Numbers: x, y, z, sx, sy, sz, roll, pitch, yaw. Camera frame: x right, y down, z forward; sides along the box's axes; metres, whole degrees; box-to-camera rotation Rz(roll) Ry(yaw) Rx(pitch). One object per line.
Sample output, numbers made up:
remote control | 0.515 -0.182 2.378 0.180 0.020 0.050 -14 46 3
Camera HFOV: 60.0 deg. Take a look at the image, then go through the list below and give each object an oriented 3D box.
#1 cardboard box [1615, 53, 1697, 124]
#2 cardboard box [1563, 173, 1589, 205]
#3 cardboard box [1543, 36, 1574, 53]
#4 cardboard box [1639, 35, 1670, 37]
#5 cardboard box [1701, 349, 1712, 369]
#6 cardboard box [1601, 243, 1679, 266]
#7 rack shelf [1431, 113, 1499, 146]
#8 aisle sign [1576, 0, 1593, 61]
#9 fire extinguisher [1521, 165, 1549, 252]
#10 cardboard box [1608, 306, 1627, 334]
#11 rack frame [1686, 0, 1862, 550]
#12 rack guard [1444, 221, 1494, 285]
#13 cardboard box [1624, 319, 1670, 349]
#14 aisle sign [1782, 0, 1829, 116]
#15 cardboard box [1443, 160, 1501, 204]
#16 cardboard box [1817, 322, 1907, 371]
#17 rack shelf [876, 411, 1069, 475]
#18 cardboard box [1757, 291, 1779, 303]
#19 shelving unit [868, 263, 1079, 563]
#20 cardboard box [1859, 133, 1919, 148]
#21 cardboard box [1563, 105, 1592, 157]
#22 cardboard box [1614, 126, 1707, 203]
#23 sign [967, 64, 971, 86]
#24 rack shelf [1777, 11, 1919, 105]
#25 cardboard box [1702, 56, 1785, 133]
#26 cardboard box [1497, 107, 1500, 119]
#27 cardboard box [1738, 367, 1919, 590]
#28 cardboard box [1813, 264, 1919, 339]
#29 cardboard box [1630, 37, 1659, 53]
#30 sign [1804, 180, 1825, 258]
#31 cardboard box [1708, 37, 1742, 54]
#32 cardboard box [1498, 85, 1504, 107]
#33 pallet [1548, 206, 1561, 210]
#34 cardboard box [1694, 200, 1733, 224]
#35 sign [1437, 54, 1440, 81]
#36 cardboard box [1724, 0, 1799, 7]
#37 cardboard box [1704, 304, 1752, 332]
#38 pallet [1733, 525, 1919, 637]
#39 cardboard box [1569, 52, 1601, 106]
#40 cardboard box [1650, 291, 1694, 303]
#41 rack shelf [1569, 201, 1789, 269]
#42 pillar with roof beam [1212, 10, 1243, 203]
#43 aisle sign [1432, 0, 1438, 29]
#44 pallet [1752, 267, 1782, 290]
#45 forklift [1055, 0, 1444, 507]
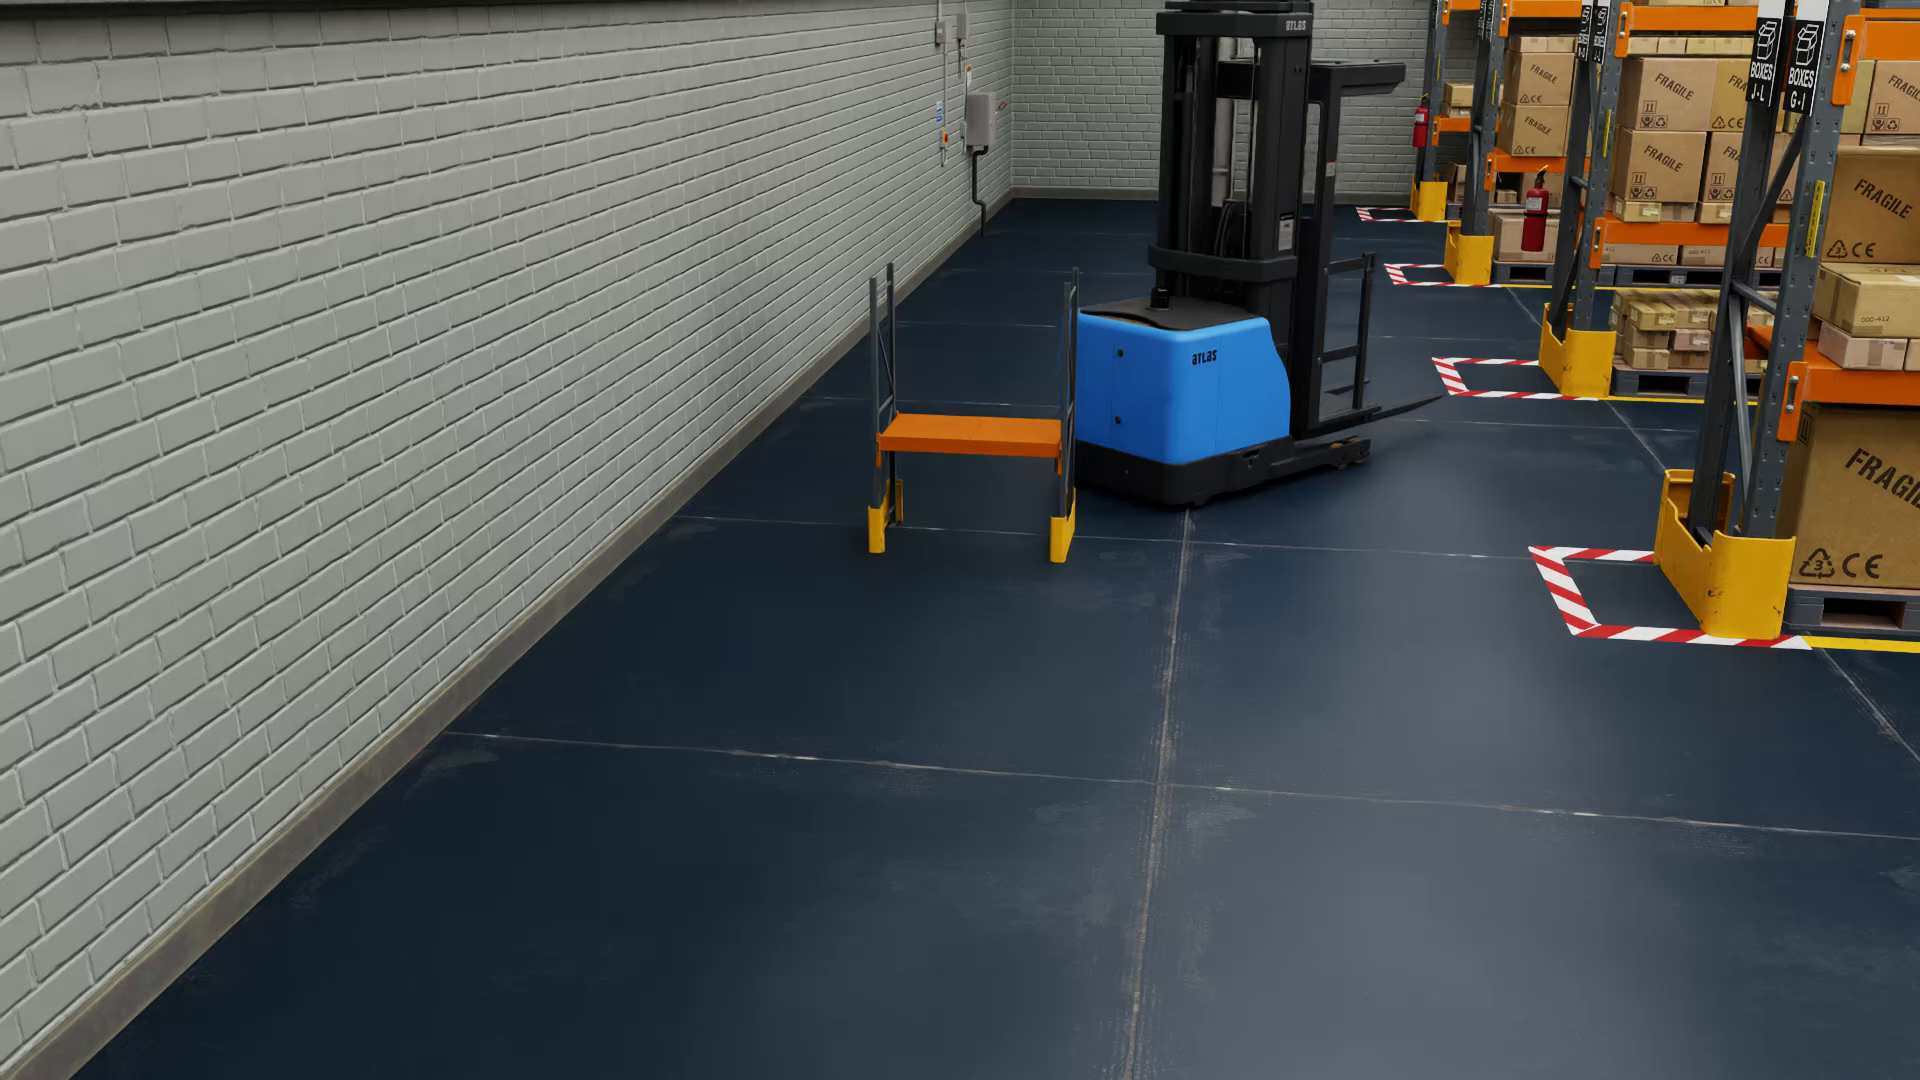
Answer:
cardboard box | 5.221 -3.400 12.536 0.500 0.500 0.500 3 19 8
cardboard box | 8.132 -4.634 21.703 0.500 0.500 0.500 3 19 10
cardboard box | 5.992 -4.972 16.681 0.250 0.149 0.380 3 19 10
cardboard box | 7.070 -5.065 16.959 0.250 0.149 0.380 3 19 10
cardboard box | 5.714 -1.405 12.607 0.250 0.149 0.380 3 19 9
cardboard box | 6.987 -3.177 17.448 0.875 0.438 0.875 3 19 10
rack shelf | 8.173 -5.352 21.705 4.000 0.370 1.077 3 19 9
aisle sign | 4.705 -4.013 12.473 0.004 0.787 0.394 3 19 9
fire extinguisher | 4.554 -2.626 13.135 0.183 0.674 0.296 3 19 9
cardboard box | 5.296 -1.734 13.120 0.250 0.149 0.380 2 19 7
rack frame | 3.843 -1.134 7.965 0.127 3.000 1.000 3 19 9
rack guard | 5.391 -3.054 17.644 0.348 0.500 1.175 3 19 9
cardboard box | 5.206 -1.564 12.613 0.250 0.149 0.380 4 19 11
aisle sign | 3.725 -2.276 7.282 0.004 0.787 0.394 3 19 9
cardboard box | 6.788 -4.749 22.040 0.637 0.503 0.797 2 19 6
cardboard box | 4.141 -0.893 7.642 0.250 0.149 0.380 3 19 9
rack shelf | 0.084 -0.536 9.109 1.000 0.185 0.538 3 19 9
cardboard box | 6.327 -1.832 12.944 0.250 0.149 0.380 4 19 11
shelving unit | 0.075 -0.707 9.054 1.083 1.500 0.587 3 19 9
cardboard box | 6.647 -2.691 11.991 0.500 0.500 0.500 2 19 7
cardboard box | 6.347 -4.155 16.837 0.500 0.500 0.500 3 19 8
cardboard box | 5.129 -2.762 12.204 0.500 0.500 0.500 4 19 11
sign | 0.108 -5.551 19.863 0.001 0.242 0.339 3 19 9
rack shelf | 5.818 -2.115 7.302 4.000 0.370 1.077 3 19 9
cardboard box | 5.630 -3.216 11.986 0.500 0.500 0.500 3 19 10
cardboard box | 7.003 -5.571 21.623 0.250 0.149 0.380 3 19 8
cardboard box | 4.488 -0.318 8.214 0.875 0.875 0.875 3 19 9
cardboard box | 4.274 -1.095 7.616 0.500 0.250 0.500 2 19 7
cardboard box | 6.761 -4.919 16.521 0.250 0.149 0.380 3 19 9
sign | 3.749 -1.408 7.296 0.005 0.325 0.100 3 19 9
cardboard box | 7.513 -4.874 16.387 0.250 0.149 0.380 3 19 9
cardboard box | 7.102 -5.731 21.472 0.500 0.250 0.500 3 19 9
pallet | 8.262 -4.365 22.018 1.213 0.211 1.003 3 19 9
cardboard box | 5.513 -2.414 12.188 0.250 0.149 0.380 2 19 7
sign | 6.113 -6.034 21.246 0.005 0.325 0.100 3 19 9
cardboard box | 5.652 -3.903 11.751 0.500 0.250 0.500 4 19 10
cardboard box | 5.713 -1.650 12.401 0.250 0.149 0.380 3 19 9
pallet | 4.645 0.204 8.360 1.213 0.211 1.003 3 19 9
cardboard box | 6.355 -4.623 16.659 0.500 0.500 0.500 2 19 7
cardboard box | 5.532 -1.834 12.951 0.250 0.149 0.380 3 19 10
rack shelf | 6.704 -2.241 12.407 4.000 0.370 1.077 3 19 9
pillar with roof beam | 2.997 -7.708 18.158 0.400 9.000 9.100 3 19 9
aisle sign | 6.085 -6.938 21.214 0.004 0.787 0.394 3 19 9
pallet | 8.626 -2.778 17.272 1.213 0.211 1.003 3 19 9
forklift | 2.031 -1.957 10.531 3.031 2.935 1.130 -16 24 -39
